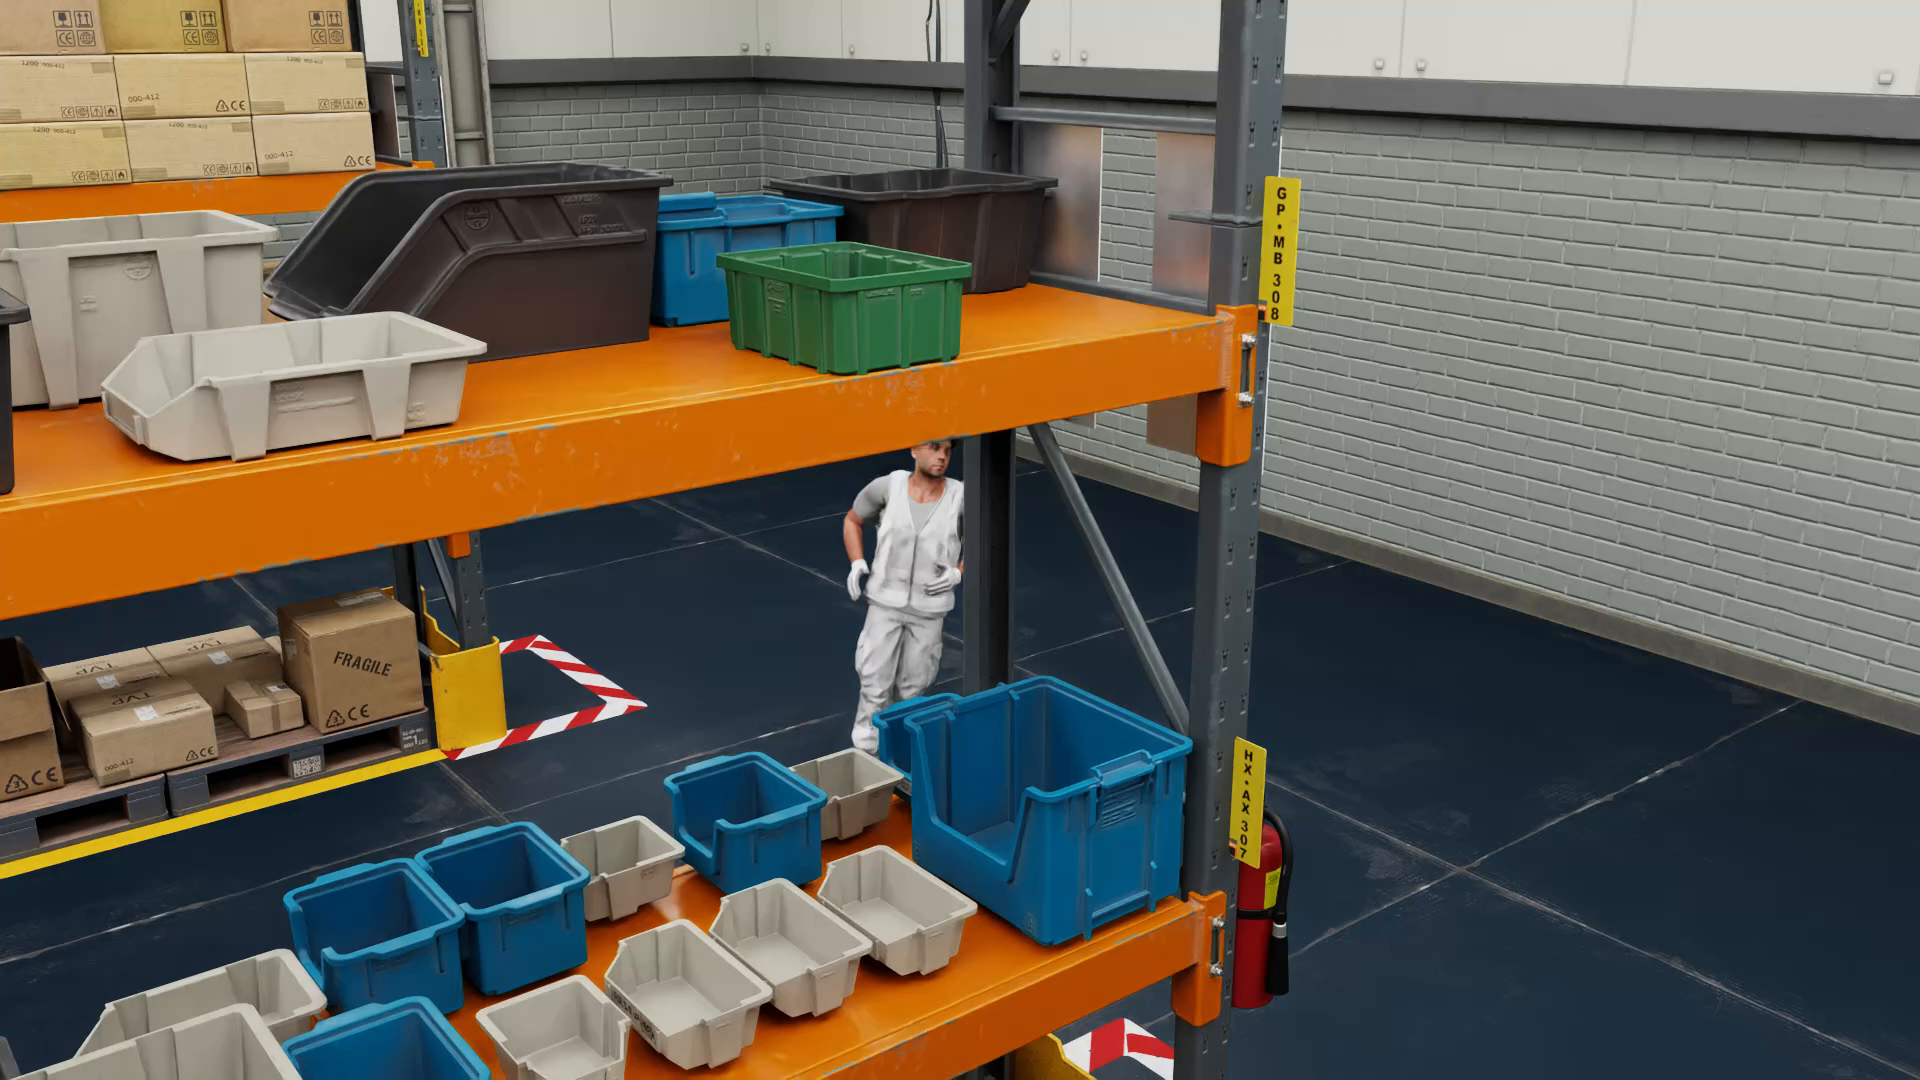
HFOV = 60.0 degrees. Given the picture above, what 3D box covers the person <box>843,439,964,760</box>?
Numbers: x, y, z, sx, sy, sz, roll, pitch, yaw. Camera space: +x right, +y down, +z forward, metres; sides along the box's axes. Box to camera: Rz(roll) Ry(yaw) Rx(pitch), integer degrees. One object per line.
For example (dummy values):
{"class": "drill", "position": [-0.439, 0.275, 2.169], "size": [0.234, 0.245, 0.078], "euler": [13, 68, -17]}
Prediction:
{"class": "person", "position": [-0.193, 0.322, 7.517], "size": [0.679, 1.754, 0.757], "euler": [0, 18, -1]}
